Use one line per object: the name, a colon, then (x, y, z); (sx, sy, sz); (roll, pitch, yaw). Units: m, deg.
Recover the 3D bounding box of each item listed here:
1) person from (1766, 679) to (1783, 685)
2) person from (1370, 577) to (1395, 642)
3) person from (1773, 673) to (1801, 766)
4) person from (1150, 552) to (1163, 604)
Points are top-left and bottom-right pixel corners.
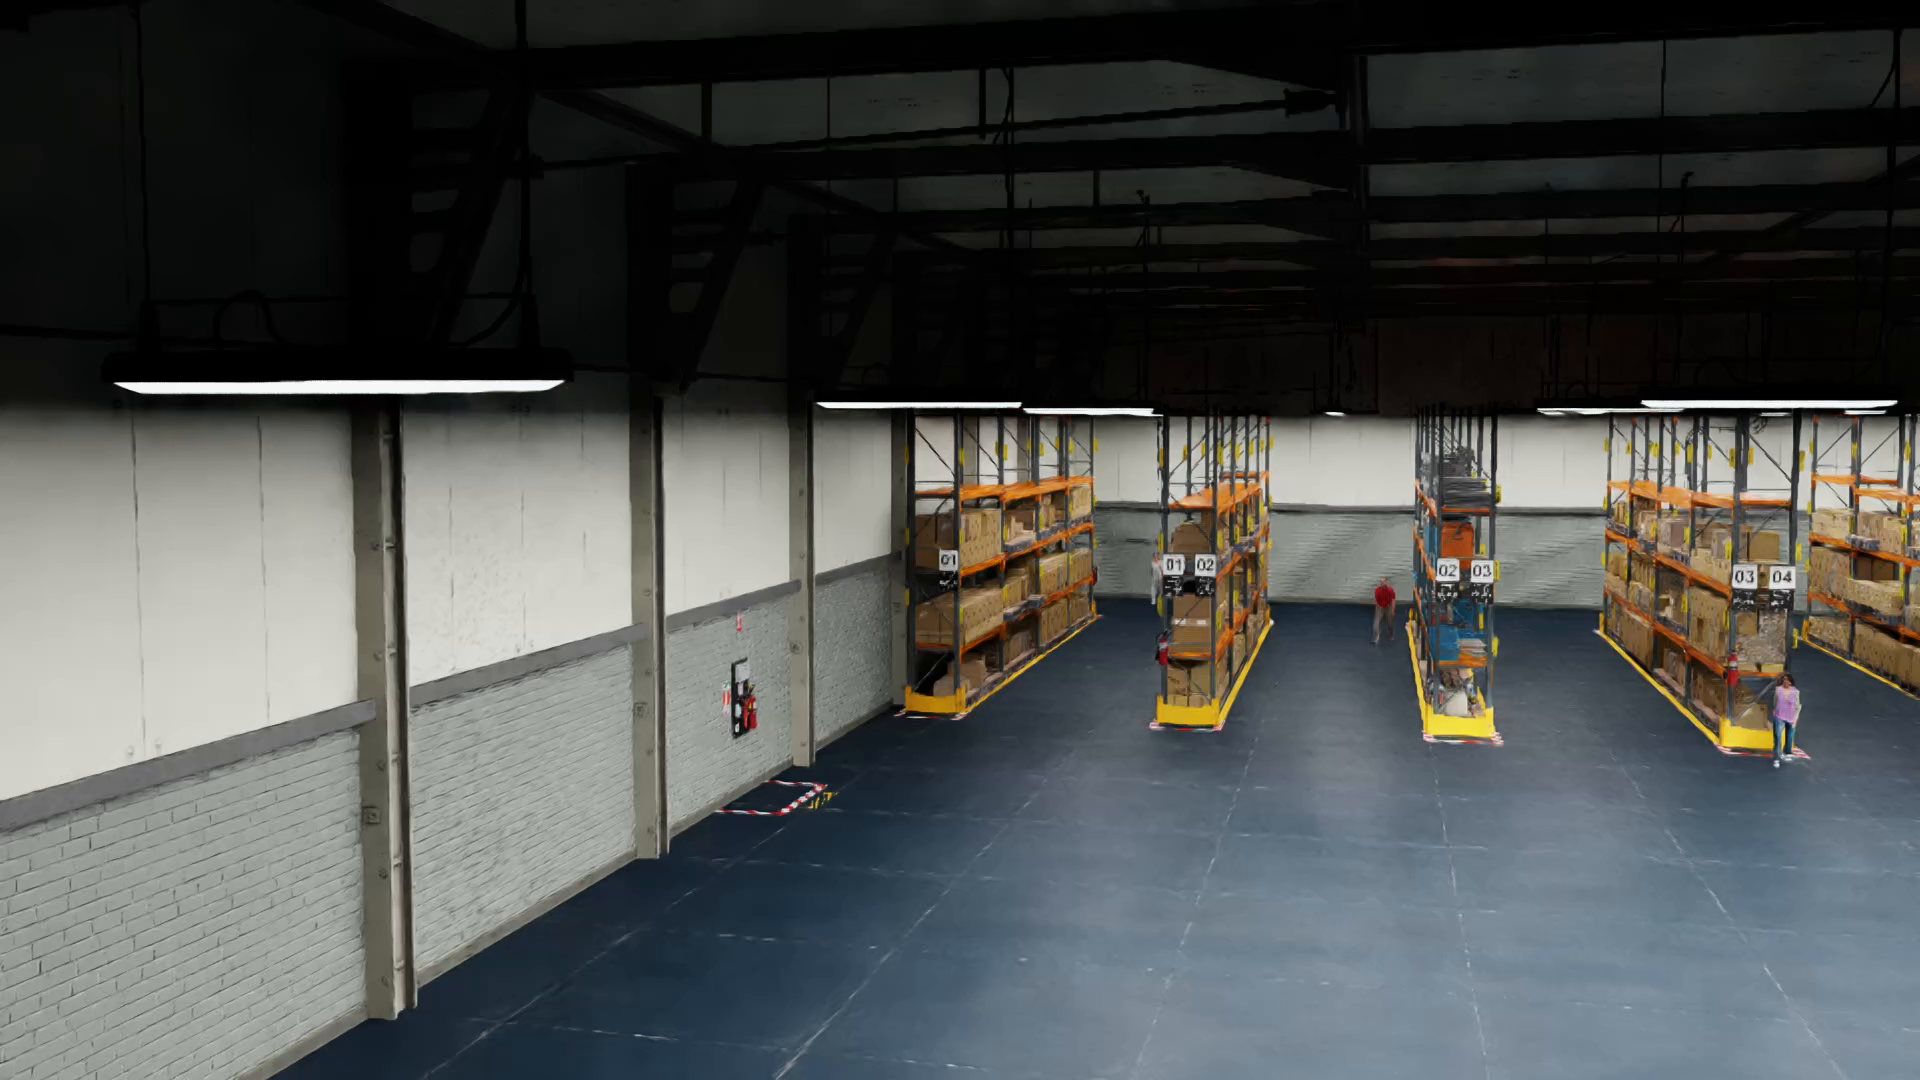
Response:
person: (17.539, 2.241, 35.889); (0.553, 1.709, 1.123); (1, 4, 16)
person: (10.891, 1.777, 42.628); (0.568, 1.680, 0.949); (3, 5, 31)
person: (13.643, 2.942, 27.463); (0.408, 1.532, 0.962); (2, 5, 23)
person: (6.105, 1.169, 51.442); (0.453, 1.613, 1.019); (1, 4, 13)
